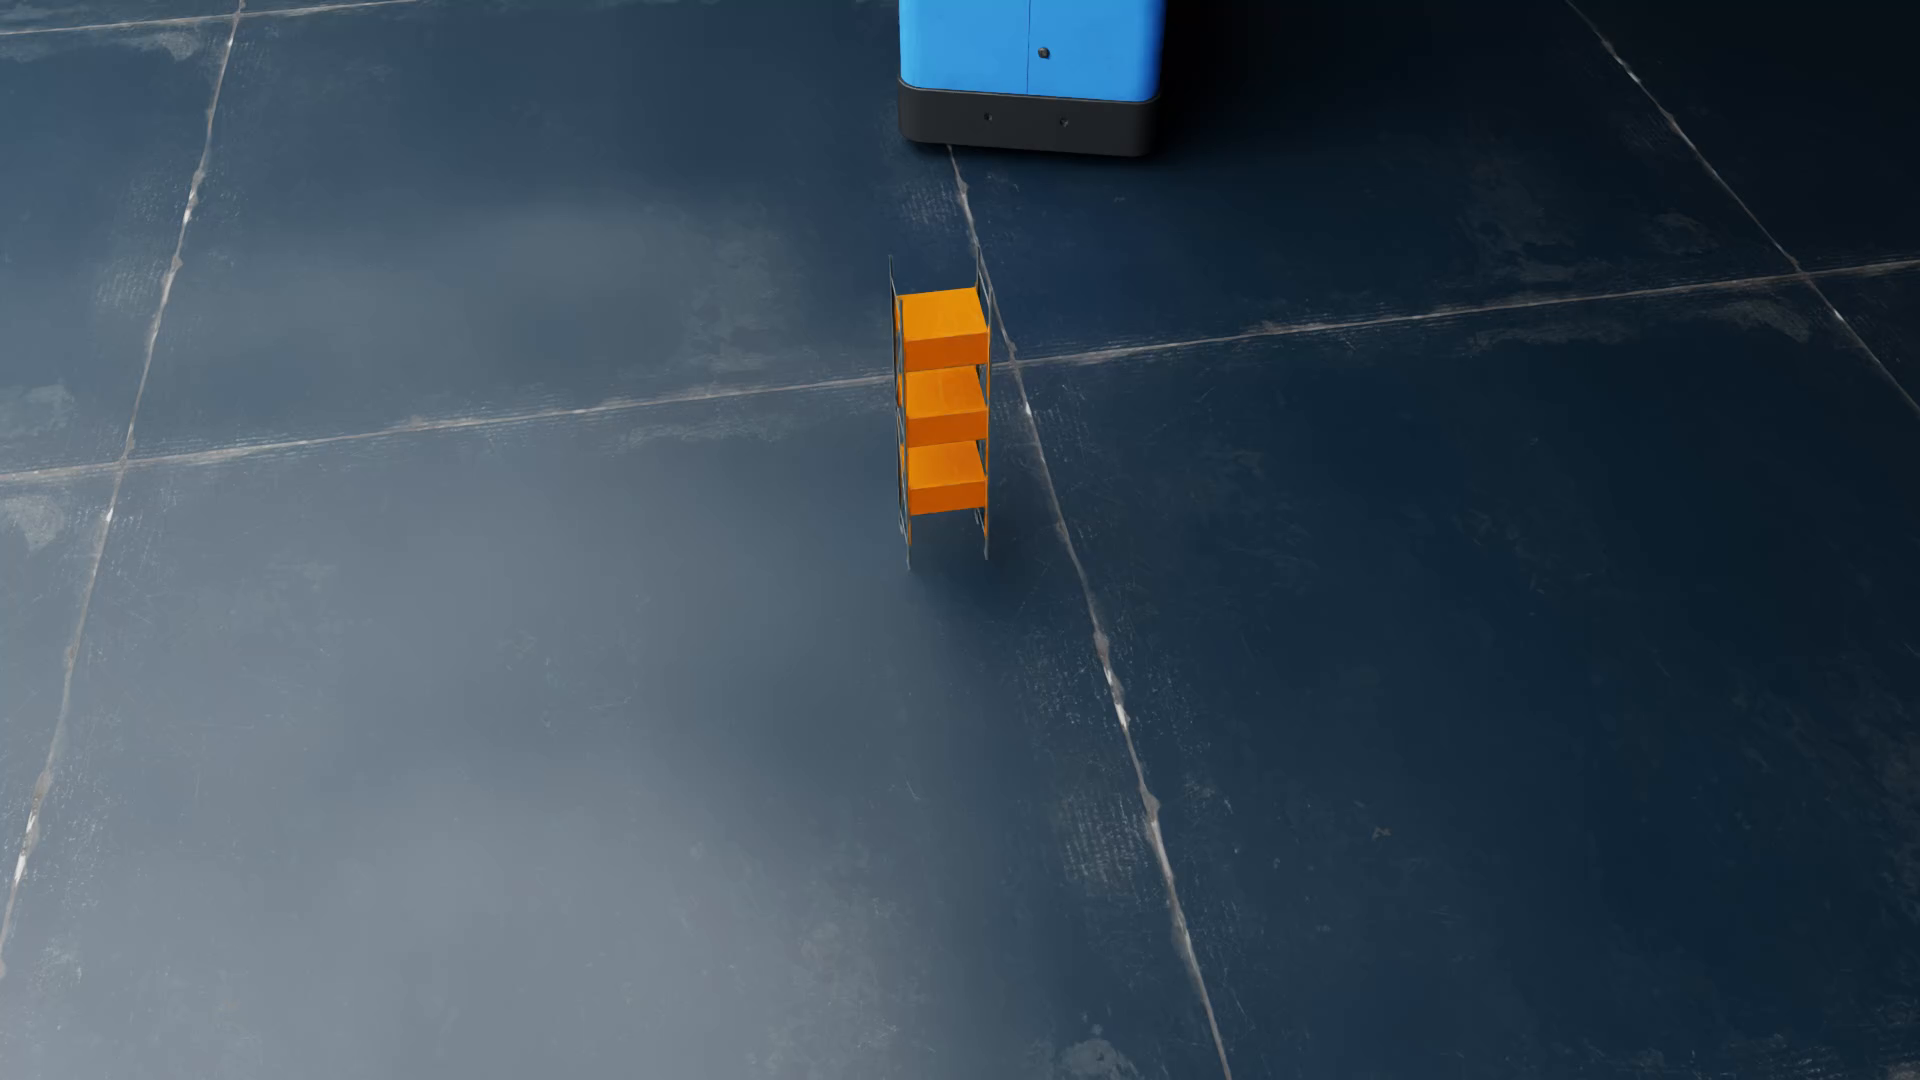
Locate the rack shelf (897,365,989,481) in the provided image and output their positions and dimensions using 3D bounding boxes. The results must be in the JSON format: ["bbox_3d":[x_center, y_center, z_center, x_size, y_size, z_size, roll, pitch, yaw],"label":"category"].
[{"bbox_3d":[-0.053,-0.350,4.873,0.240,0.259,0.215,-7,46,-7],"label":"rack shelf"}]

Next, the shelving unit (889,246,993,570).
[{"bbox_3d":[-0.053,-0.358,4.866,0.252,1.050,0.215,-7,46,-7],"label":"shelving unit"}]

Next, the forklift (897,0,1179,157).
[{"bbox_3d":[0.447,-3.611,6.694,1.130,2.935,3.031,5,46,5],"label":"forklift"}]

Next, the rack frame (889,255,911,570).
[{"bbox_3d":[-0.173,-0.343,4.851,0.008,1.050,0.200,-7,46,-7],"label":"rack frame"}]

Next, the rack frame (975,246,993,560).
[{"bbox_3d":[0.067,-0.373,4.880,0.008,1.050,0.200,-7,46,-7],"label":"rack frame"}]

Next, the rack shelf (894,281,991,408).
[{"bbox_3d":[-0.053,-0.547,4.669,0.240,0.259,0.215,-7,46,-7],"label":"rack shelf"}]

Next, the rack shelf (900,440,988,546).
[{"bbox_3d":[-0.053,-0.158,5.073,0.240,0.259,0.215,-7,46,-7],"label":"rack shelf"}]
